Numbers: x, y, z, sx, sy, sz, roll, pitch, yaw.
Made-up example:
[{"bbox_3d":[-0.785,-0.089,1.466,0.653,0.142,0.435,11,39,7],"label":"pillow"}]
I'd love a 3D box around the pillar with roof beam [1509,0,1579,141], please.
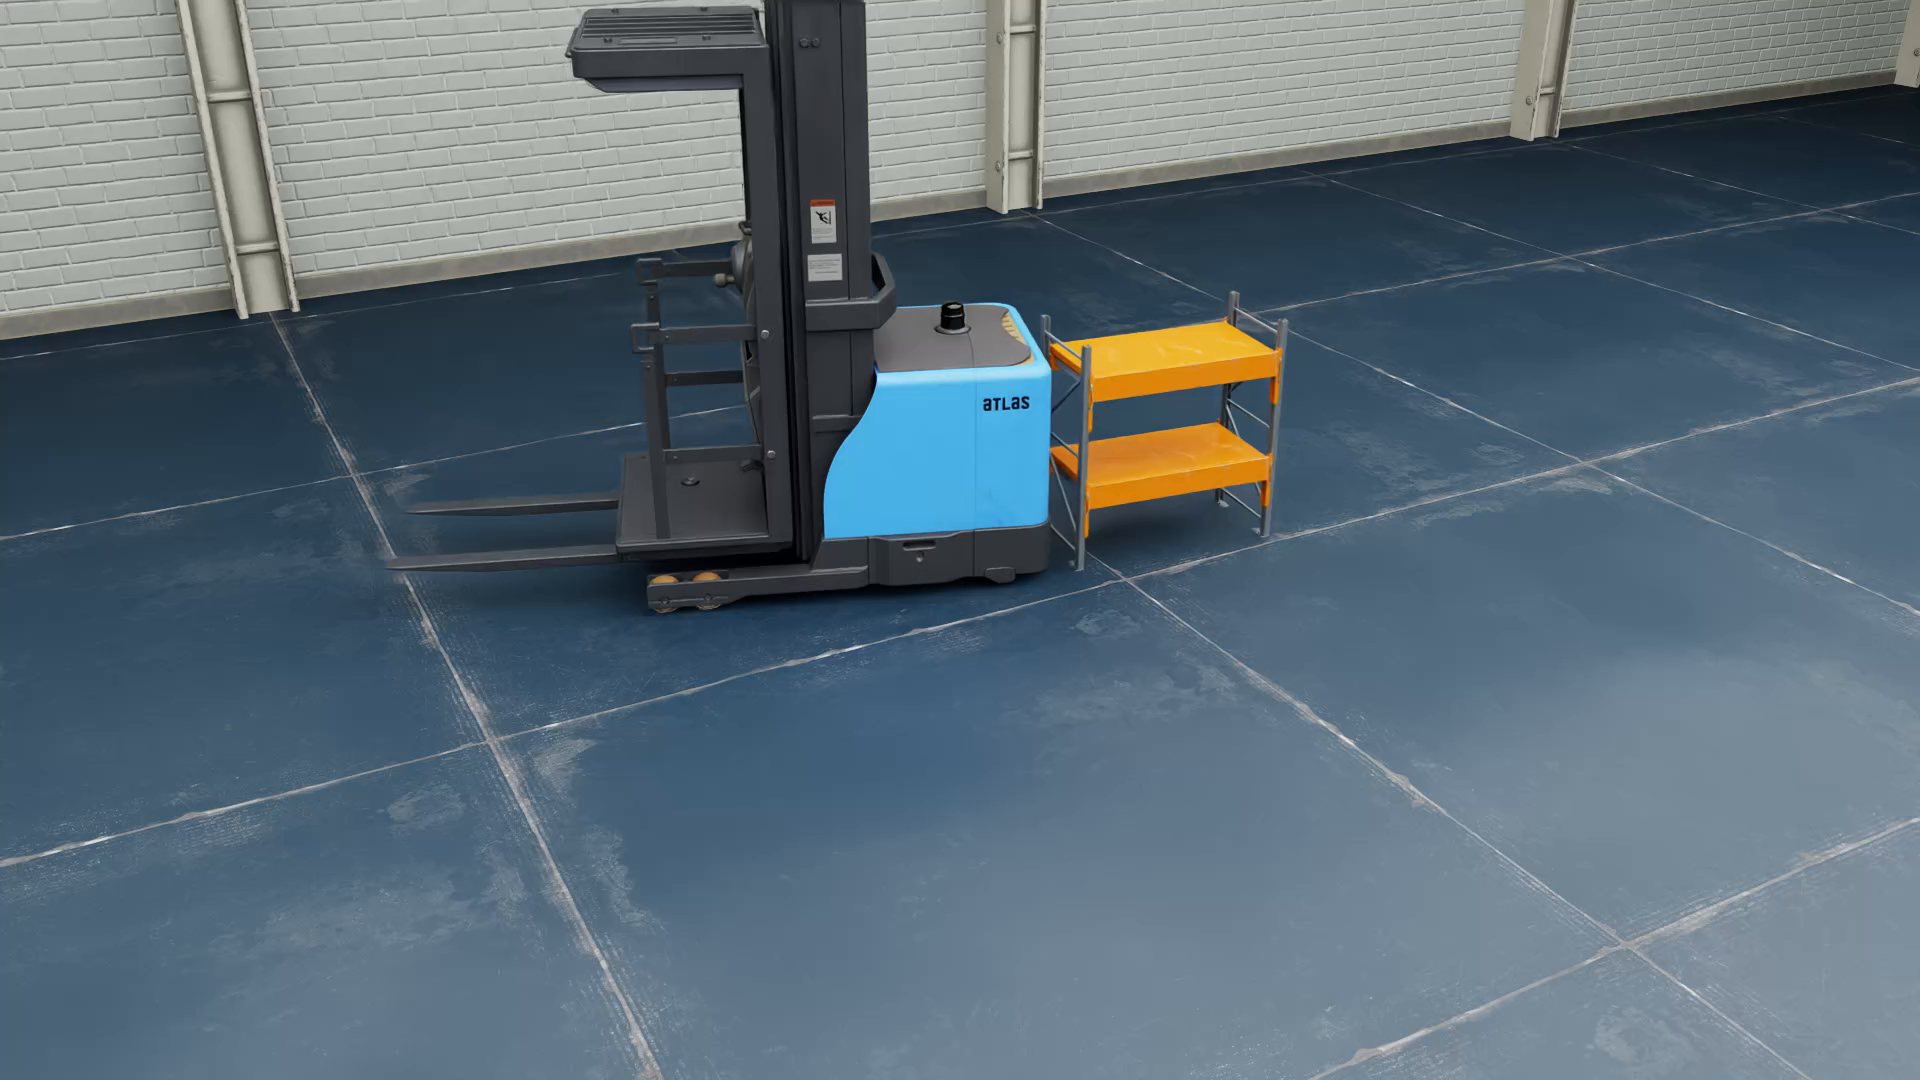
[{"bbox_3d":[7.777,-6.471,11.330,0.400,9.000,9.100,-13,29,-25],"label":"pillar with roof beam"}]

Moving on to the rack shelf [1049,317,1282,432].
[{"bbox_3d":[0.960,-0.802,7.944,1.000,0.278,0.538,-10,27,-19],"label":"rack shelf"}]

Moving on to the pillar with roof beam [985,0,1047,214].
[{"bbox_3d":[2.483,-5.249,8.785,0.400,9.000,9.100,-13,29,-25],"label":"pillar with roof beam"}]

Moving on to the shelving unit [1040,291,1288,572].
[{"bbox_3d":[0.960,-0.538,8.071,1.048,1.125,0.538,-10,27,-19],"label":"shelving unit"}]

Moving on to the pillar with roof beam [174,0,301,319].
[{"bbox_3d":[-2.811,-4.027,6.240,0.400,9.000,9.100,-13,29,-25],"label":"pillar with roof beam"}]

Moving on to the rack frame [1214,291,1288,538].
[{"bbox_3d":[1.434,-0.618,8.238,0.032,1.125,0.500,-10,27,-19],"label":"rack frame"}]

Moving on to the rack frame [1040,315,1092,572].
[{"bbox_3d":[0.487,-0.458,7.904,0.032,1.125,0.500,-10,27,-19],"label":"rack frame"}]

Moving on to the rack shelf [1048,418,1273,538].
[{"bbox_3d":[0.960,-0.318,8.177,1.000,0.278,0.538,-10,27,-19],"label":"rack shelf"}]

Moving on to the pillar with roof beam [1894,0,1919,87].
[{"bbox_3d":[13.071,-7.693,13.875,0.400,9.000,9.100,-13,29,-25],"label":"pillar with roof beam"}]

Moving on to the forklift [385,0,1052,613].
[{"bbox_3d":[-1.139,-1.236,7.437,3.031,2.935,1.130,-4,26,-8],"label":"forklift"}]
